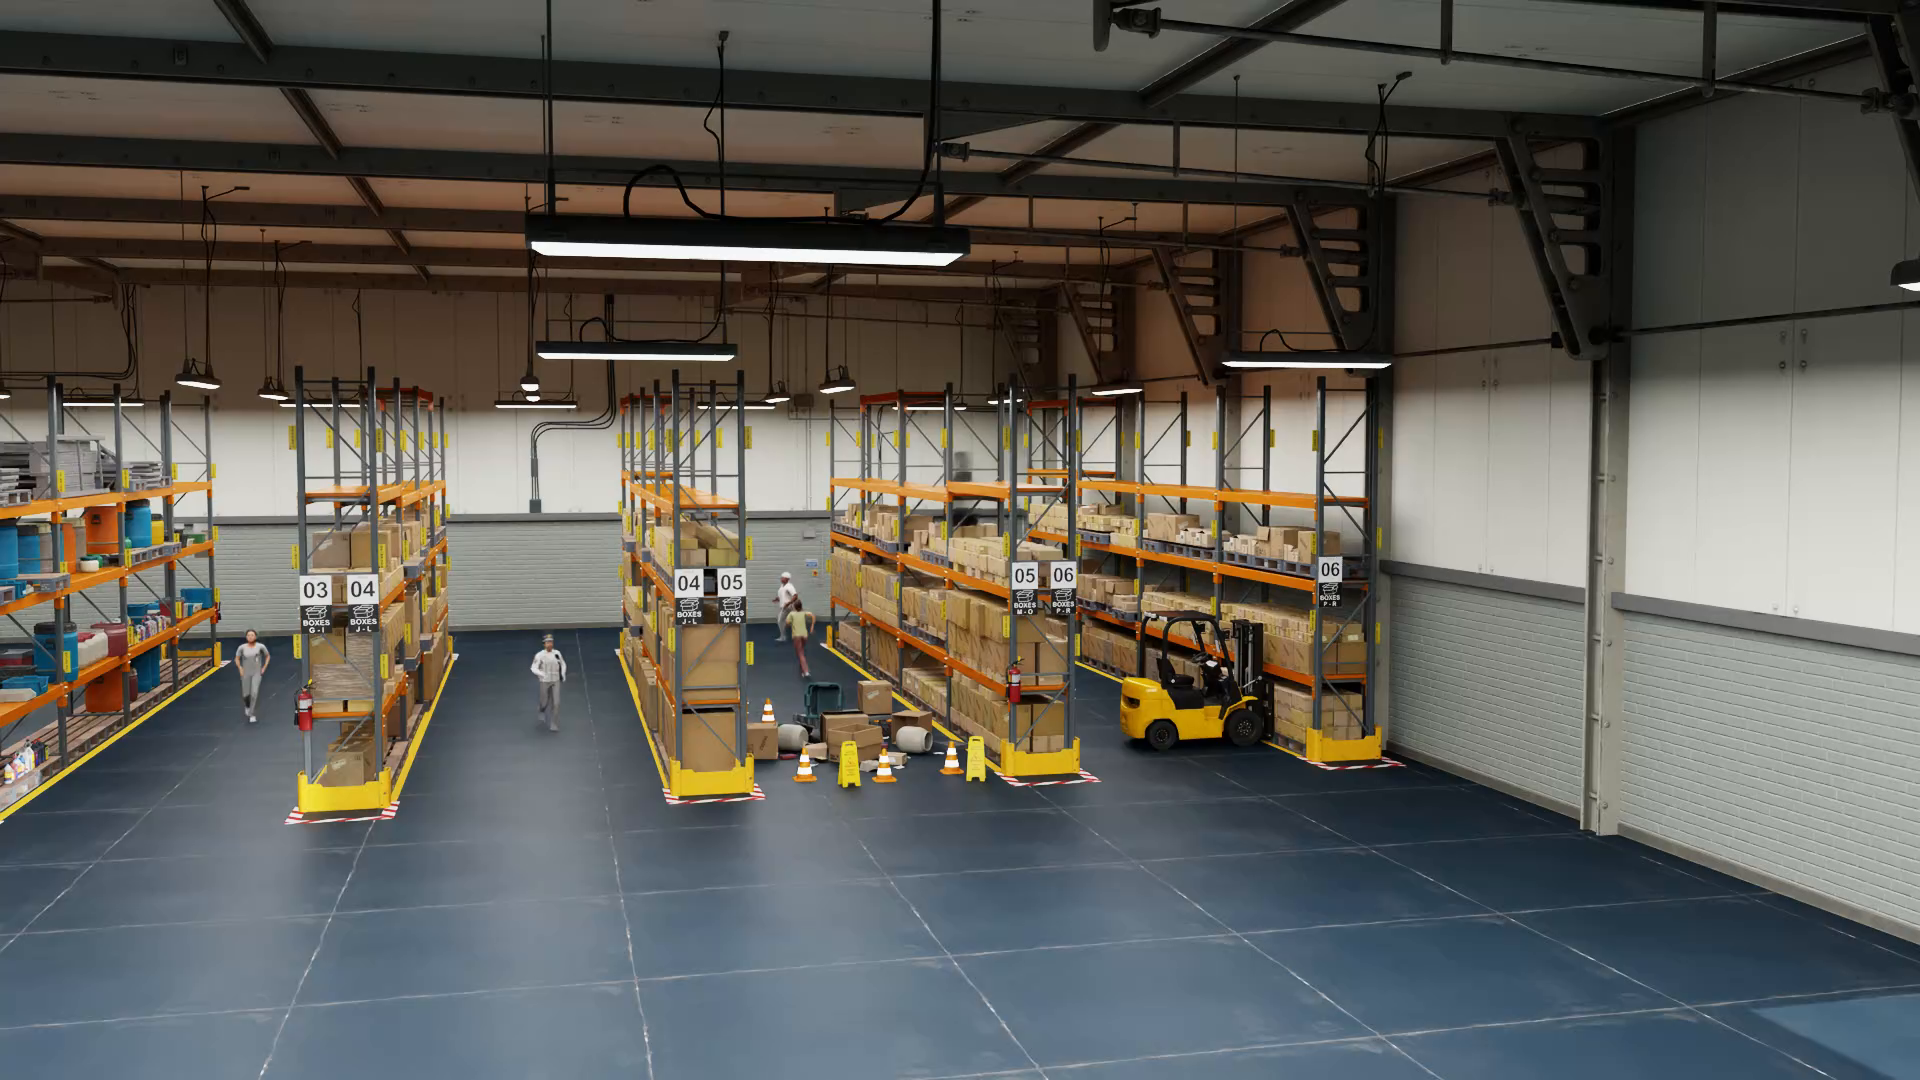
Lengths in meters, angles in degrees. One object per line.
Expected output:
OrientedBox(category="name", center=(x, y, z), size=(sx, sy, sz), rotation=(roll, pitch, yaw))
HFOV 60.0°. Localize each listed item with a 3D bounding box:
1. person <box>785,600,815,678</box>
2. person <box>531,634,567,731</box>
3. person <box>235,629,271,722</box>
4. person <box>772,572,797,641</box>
OrientedBox(category="person", center=(-3.352, 2.094, 34.979), size=(0.570, 1.626, 0.877), rotation=(-2, 4, -26))
OrientedBox(category="person", center=(-7.111, 2.453, 28.830), size=(0.625, 1.649, 0.724), rotation=(-2, 4, -26))
OrientedBox(category="person", center=(-12.677, 2.411, 29.831), size=(0.585, 1.646, 0.605), rotation=(-1, 4, -20))
OrientedBox(category="person", center=(-4.301, 1.664, 41.487), size=(0.687, 1.728, 0.699), rotation=(-2, 4, -26))
